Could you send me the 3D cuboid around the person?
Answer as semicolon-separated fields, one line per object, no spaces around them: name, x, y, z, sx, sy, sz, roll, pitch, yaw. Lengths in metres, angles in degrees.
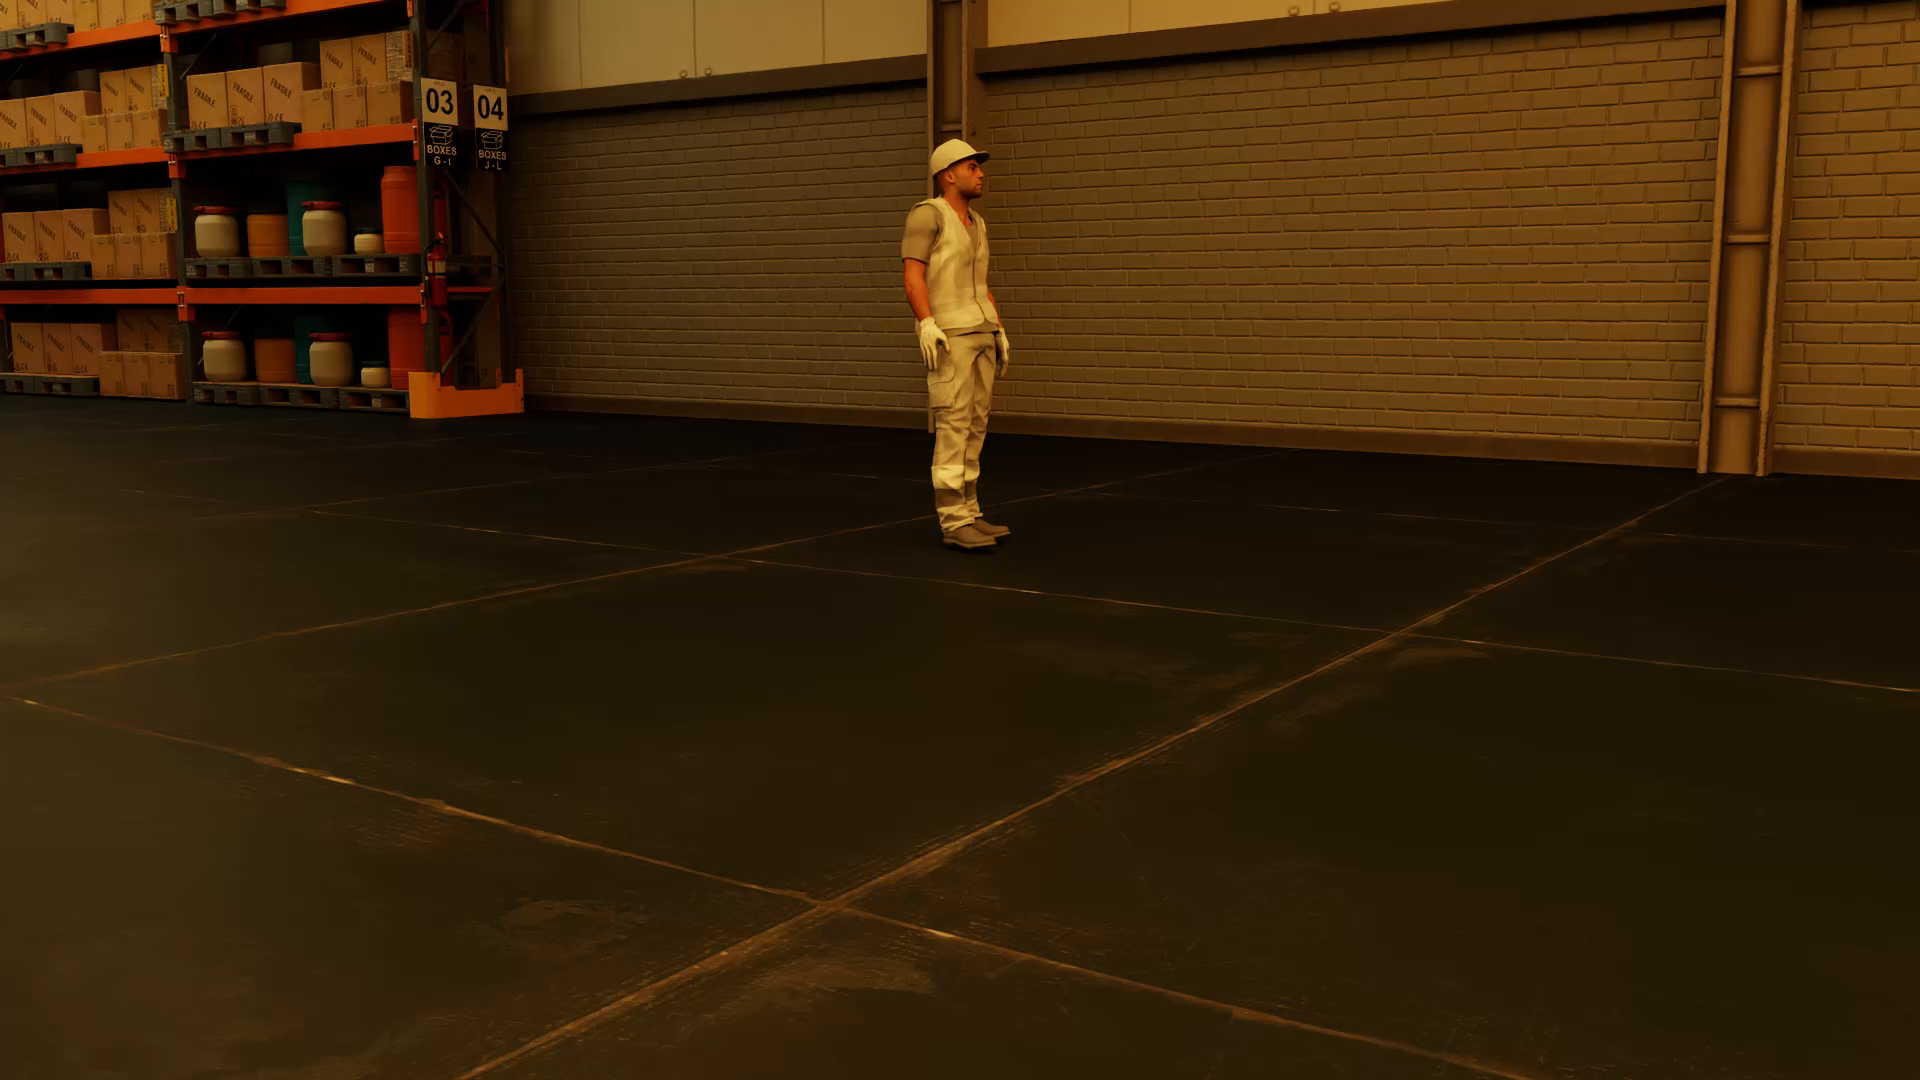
person;0.059;-0.885;7.422;0.564;1.787;0.637;5;10;34
